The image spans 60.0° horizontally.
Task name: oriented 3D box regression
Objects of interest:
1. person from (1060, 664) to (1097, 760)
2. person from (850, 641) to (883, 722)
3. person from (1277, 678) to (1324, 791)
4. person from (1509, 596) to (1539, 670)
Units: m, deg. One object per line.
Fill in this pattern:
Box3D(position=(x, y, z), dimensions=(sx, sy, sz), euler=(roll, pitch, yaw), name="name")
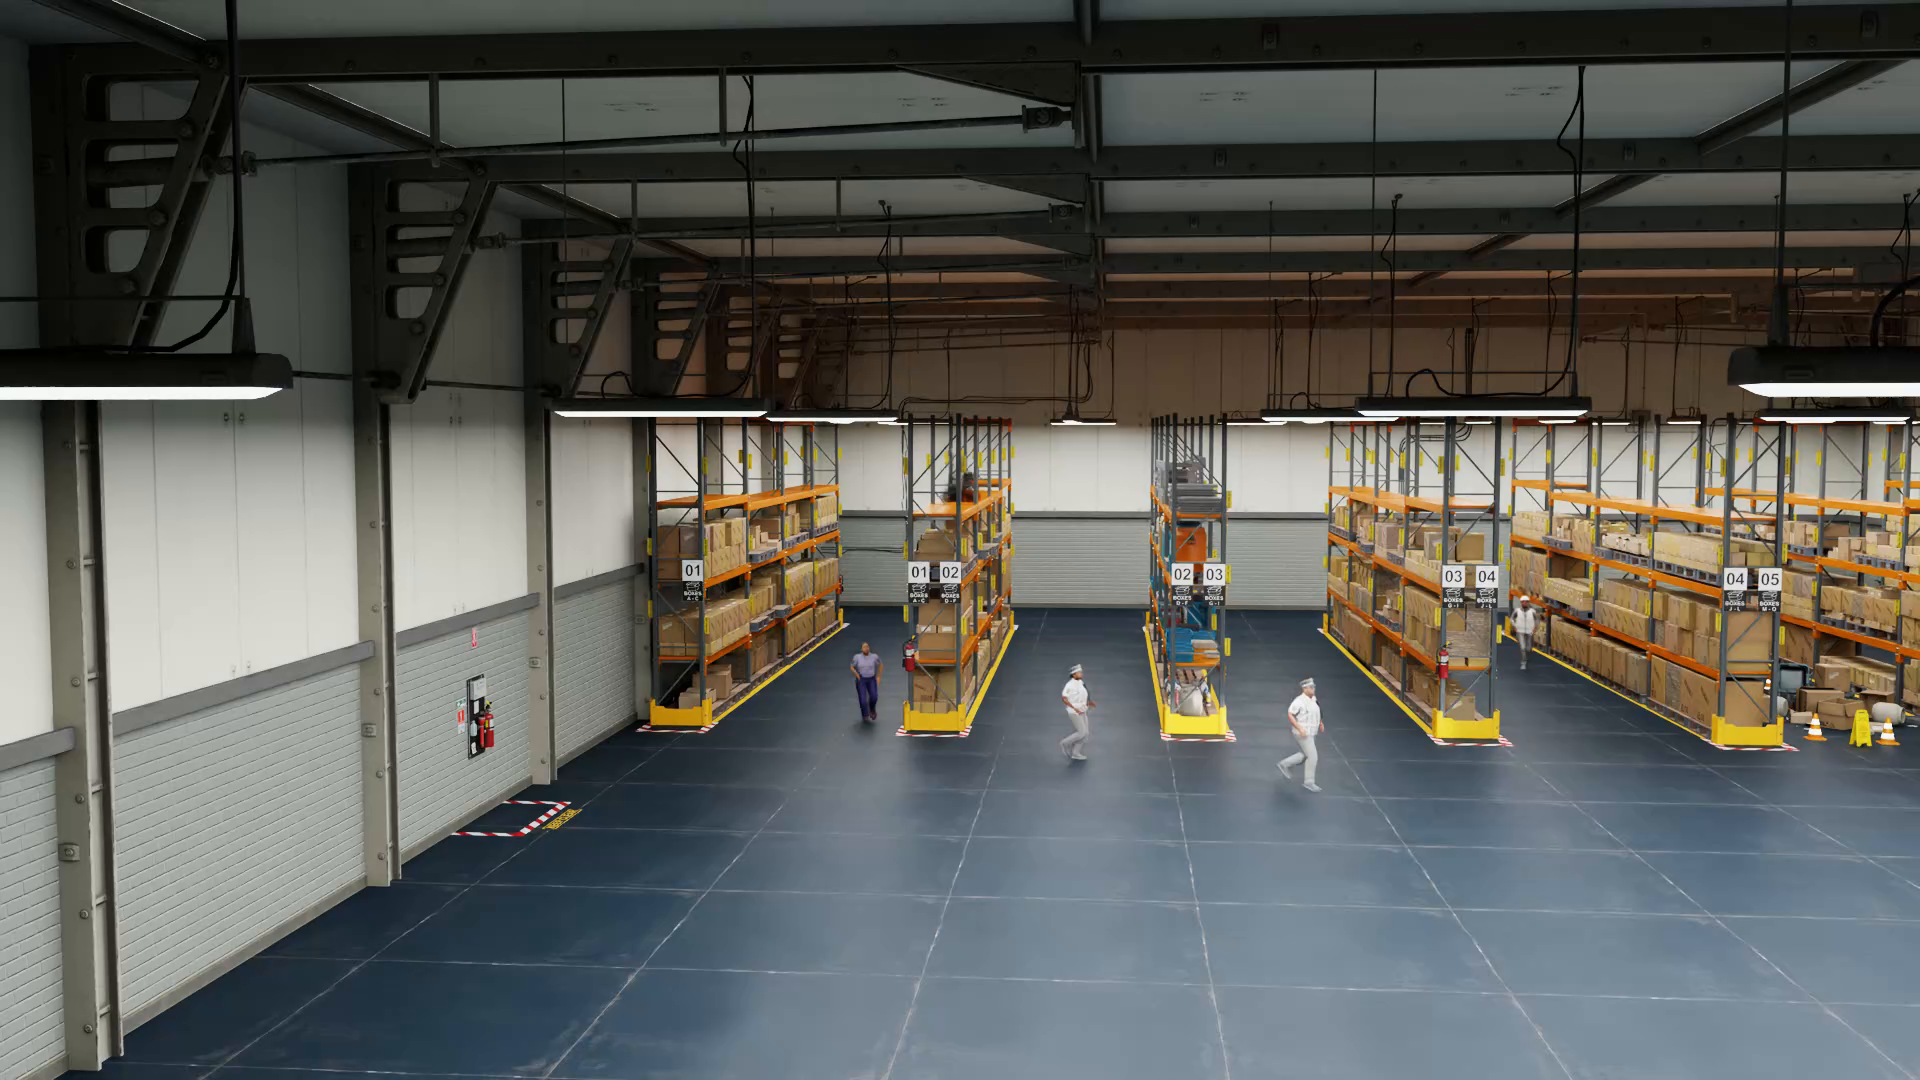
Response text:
Box3D(position=(2.039, 2.966, 28.682), dimensions=(0.575, 1.646, 0.572), euler=(2, 4, 30), name="person")
Box3D(position=(-1.806, 2.752, 32.170), dimensions=(0.634, 1.587, 0.576), euler=(0, 4, -4), name="person")
Box3D(position=(5.420, 3.076, 26.472), dimensions=(0.813, 1.798, 0.665), euler=(3, 5, 37), name="person")
Box3D(position=(13.476, 2.191, 39.720), dimensions=(0.681, 1.744, 0.713), euler=(1, 4, 10), name="person")
